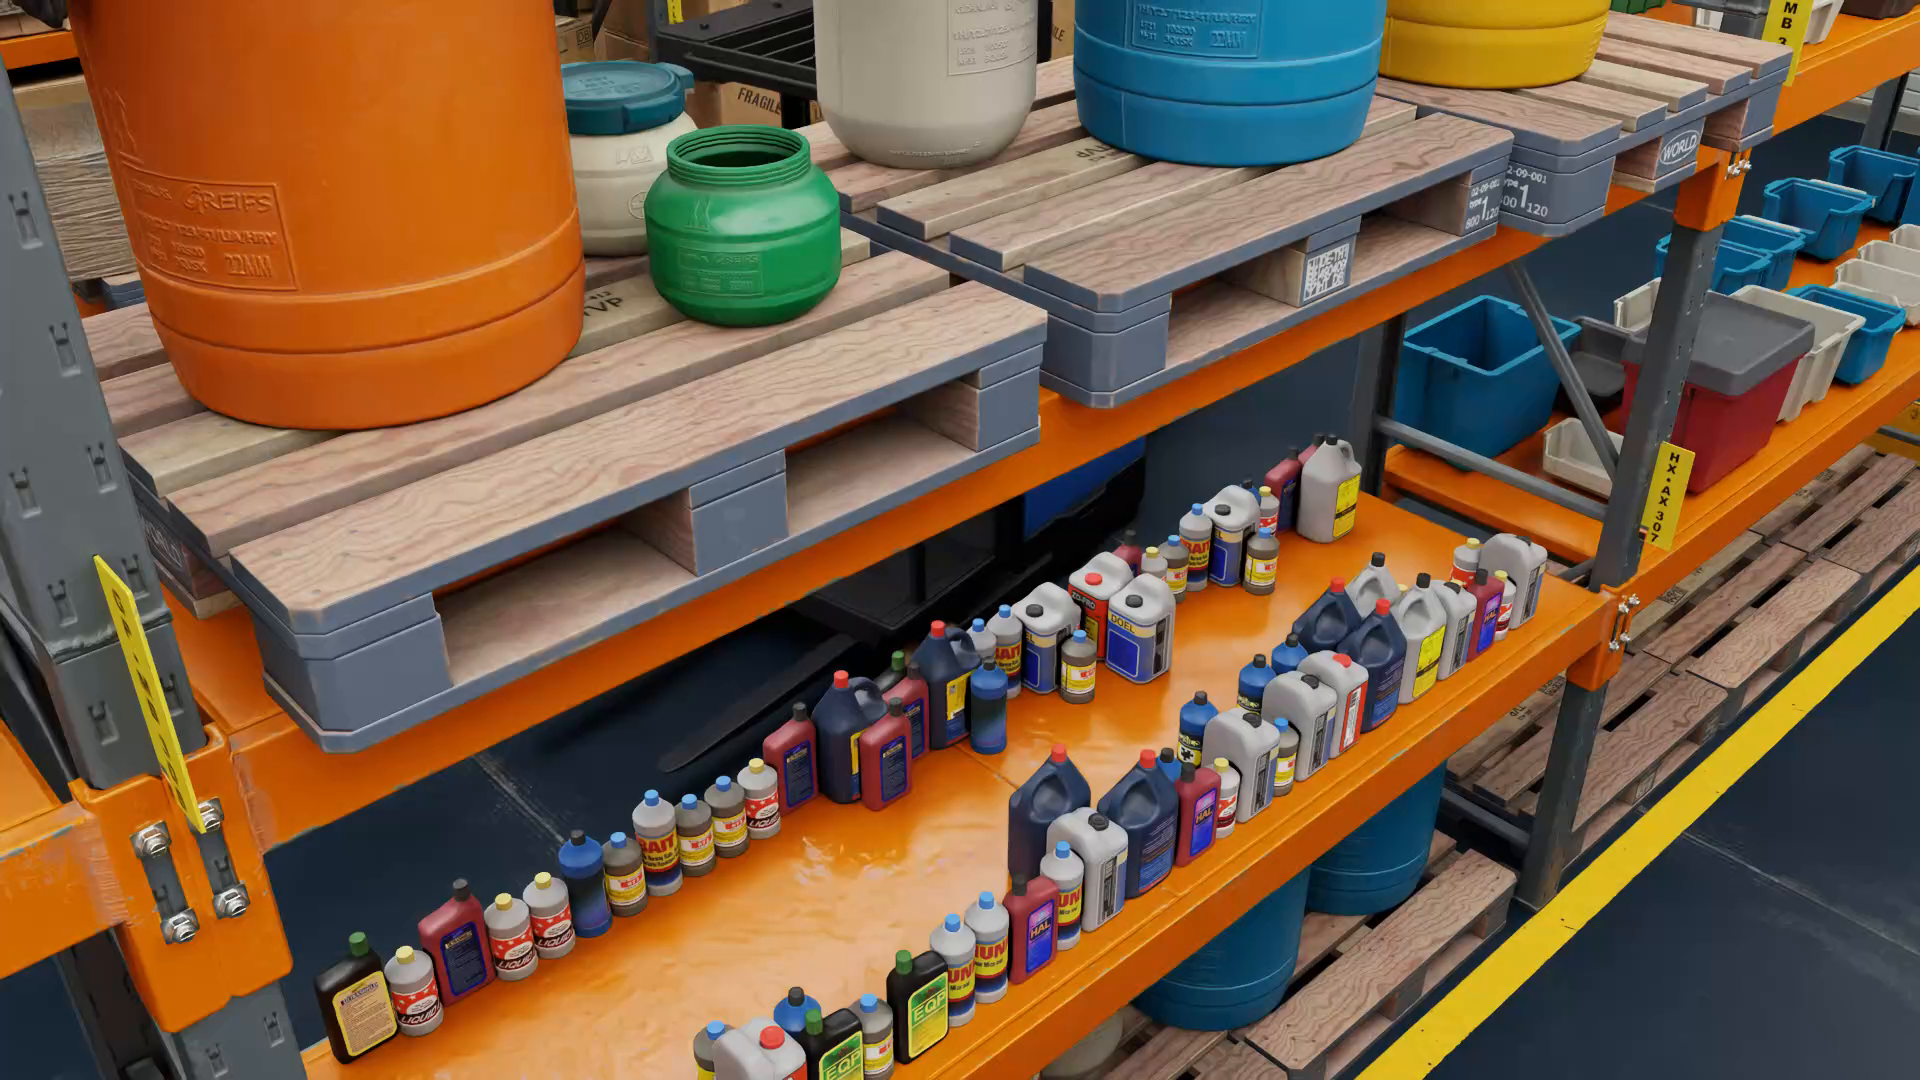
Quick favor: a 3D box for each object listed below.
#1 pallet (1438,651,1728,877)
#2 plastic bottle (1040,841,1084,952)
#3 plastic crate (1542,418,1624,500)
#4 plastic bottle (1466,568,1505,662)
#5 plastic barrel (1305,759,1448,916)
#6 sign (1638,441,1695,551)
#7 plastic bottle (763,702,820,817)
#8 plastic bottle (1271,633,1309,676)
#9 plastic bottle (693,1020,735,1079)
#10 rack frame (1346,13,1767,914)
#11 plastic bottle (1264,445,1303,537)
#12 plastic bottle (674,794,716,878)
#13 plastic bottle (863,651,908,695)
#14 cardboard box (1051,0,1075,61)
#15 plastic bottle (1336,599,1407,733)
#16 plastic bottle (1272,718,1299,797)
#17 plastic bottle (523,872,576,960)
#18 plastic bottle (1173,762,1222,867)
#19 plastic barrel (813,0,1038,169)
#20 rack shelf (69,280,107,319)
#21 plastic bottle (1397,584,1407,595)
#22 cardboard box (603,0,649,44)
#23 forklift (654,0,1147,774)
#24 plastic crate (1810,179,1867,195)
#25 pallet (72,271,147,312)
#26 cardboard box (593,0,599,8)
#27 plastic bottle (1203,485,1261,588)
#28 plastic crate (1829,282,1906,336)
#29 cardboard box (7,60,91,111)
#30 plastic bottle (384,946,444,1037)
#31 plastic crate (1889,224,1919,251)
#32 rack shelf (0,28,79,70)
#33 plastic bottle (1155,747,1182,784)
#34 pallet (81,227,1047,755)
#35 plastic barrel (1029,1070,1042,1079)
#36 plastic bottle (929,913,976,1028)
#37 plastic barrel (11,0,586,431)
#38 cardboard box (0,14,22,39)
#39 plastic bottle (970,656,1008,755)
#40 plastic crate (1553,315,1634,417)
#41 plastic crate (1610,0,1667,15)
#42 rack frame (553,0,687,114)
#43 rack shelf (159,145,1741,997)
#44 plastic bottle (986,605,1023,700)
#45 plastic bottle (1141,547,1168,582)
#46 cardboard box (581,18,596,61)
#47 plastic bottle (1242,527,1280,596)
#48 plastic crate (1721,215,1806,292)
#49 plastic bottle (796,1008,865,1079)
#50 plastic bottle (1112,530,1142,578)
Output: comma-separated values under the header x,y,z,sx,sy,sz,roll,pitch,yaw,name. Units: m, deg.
x,y,z,sx,sy,sz,roll,pitch,yaw,name
2.184,0.696,6.410,1.213,0.211,1.003,-26,40,-35,pallet
0.225,0.785,3.714,0.097,0.271,0.097,0,31,0,plastic bottle
2.109,-0.242,5.465,0.243,0.136,0.396,-26,40,-35,plastic crate
1.463,0.195,4.668,0.133,0.283,0.061,-26,40,-35,plastic bottle
1.260,0.684,5.365,0.708,0.901,0.600,-26,40,-35,plastic barrel
2.043,-0.125,4.814,0.005,0.325,0.100,-26,40,-35,sign
-0.418,0.538,4.106,0.133,0.283,0.061,-26,40,-35,plastic bottle
0.865,0.367,4.397,0.097,0.271,0.097,0,31,0,plastic bottle
-0.484,1.050,3.348,0.097,0.201,0.097,0,31,0,plastic bottle
1.671,-0.218,5.232,0.127,3.000,1.000,-26,40,-35,rack frame
1.014,-0.154,5.239,0.133,0.283,0.061,-26,40,-35,plastic bottle
-0.633,0.690,3.936,0.097,0.201,0.097,0,31,0,plastic bottle
-0.184,0.425,4.291,0.133,0.283,0.061,-26,40,-35,plastic bottle
0.348,-2.953,9.608,0.500,0.500,0.500,-25,40,-35,cardboard box
1.084,0.320,4.399,0.185,0.351,0.144,-26,40,-35,plastic bottle
0.799,0.538,4.186,0.097,0.201,0.097,0,31,0,plastic bottle
-0.918,0.828,3.710,0.097,0.201,0.097,0,31,0,plastic bottle
0.557,0.633,3.951,0.133,0.283,0.061,-26,40,-35,plastic bottle
-0.065,-1.003,3.106,0.433,0.535,0.433,0,31,0,plastic barrel
-3.161,-1.098,7.360,4.000,0.370,1.077,-26,40,-35,rack shelf
1.235,0.218,4.708,0.097,0.201,0.097,0,31,0,plastic bottle
-1.500,-2.862,8.501,0.500,0.500,0.500,-26,40,-35,cardboard box
-0.404,-0.961,6.512,1.130,2.935,3.031,21,37,31,forklift
3.908,-1.506,7.533,0.298,0.136,0.250,-26,40,-35,plastic crate
-3.205,-1.305,7.193,1.213,0.211,1.003,-26,40,-35,pallet
-2.735,-4.324,13.317,0.250,0.149,0.380,-25,39,-34,cardboard box
0.804,-0.017,5.022,0.135,0.276,0.152,-26,40,-35,plastic bottle
3.515,-0.874,6.499,0.250,0.136,0.298,-26,40,-35,plastic crate
-6.103,-2.673,10.905,0.750,0.750,0.750,-24,39,-34,cardboard box
-1.159,0.945,3.520,0.097,0.201,0.097,0,31,0,plastic bottle
4.129,-1.192,7.019,0.243,0.136,0.396,-26,40,-35,plastic crate
-6.532,-2.992,10.457,4.000,0.370,1.077,-26,40,-35,rack shelf
0.490,0.614,3.994,0.097,0.271,0.097,0,31,0,plastic bottle
-0.635,-0.232,2.561,1.213,0.211,1.003,-26,40,-35,pallet
-0.087,1.470,4.380,0.708,0.588,0.600,-26,40,-35,plastic barrel
-0.015,0.902,3.523,0.097,0.271,0.097,0,31,0,plastic bottle
-0.844,-0.642,2.235,0.708,0.830,0.600,-26,40,-35,plastic barrel
-6.082,-3.247,10.407,0.250,0.149,0.380,-27,41,-37,cardboard box
0.075,0.421,4.310,0.097,0.271,0.097,0,31,0,plastic bottle
2.309,-0.626,6.105,0.590,0.125,0.437,-26,40,-35,plastic crate
1.776,-1.673,4.939,0.662,0.188,0.450,-26,40,-35,plastic crate
-1.694,-2.114,8.333,0.127,3.000,1.000,-26,40,-35,rack frame
0.204,-0.482,3.477,4.000,0.370,1.077,-26,40,-35,rack shelf
0.120,0.296,4.513,0.097,0.271,0.097,0,31,0,plastic bottle
0.558,0.114,4.878,0.097,0.201,0.097,0,31,0,plastic bottle
-3.313,-3.897,13.241,0.500,0.500,0.700,-27,41,-37,cardboard box
0.903,0.056,4.974,0.097,0.201,0.097,0,31,0,plastic bottle
3.234,-1.163,6.879,0.300,0.233,0.416,-26,40,-35,plastic crate
-0.257,1.026,3.308,0.133,0.283,0.061,-26,40,-35,plastic bottle
0.461,0.113,4.801,0.133,0.283,0.061,-26,40,-35,plastic bottle
